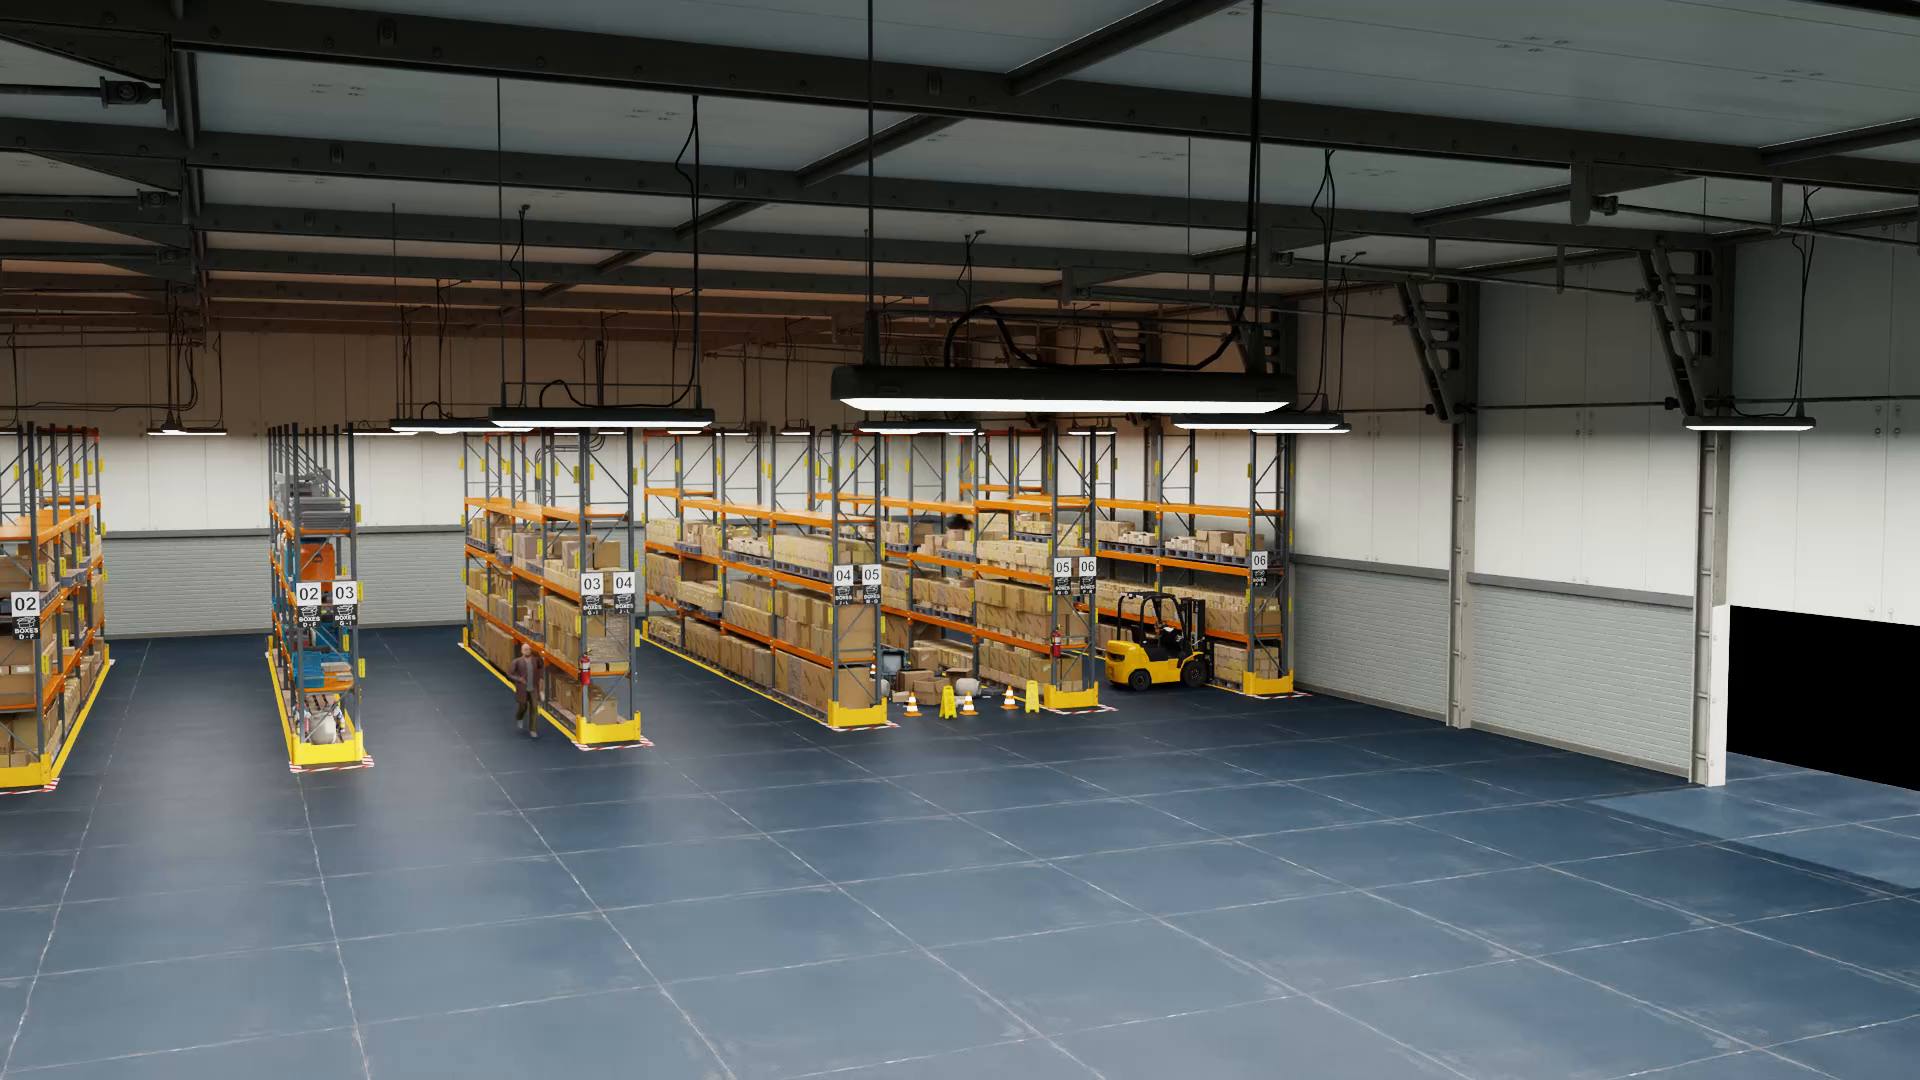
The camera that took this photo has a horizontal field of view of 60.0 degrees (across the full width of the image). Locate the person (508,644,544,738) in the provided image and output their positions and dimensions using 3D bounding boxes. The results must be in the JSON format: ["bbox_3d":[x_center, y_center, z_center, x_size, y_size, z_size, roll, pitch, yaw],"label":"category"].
[{"bbox_3d":[-8.318,2.875,31.974,0.718,1.764,1.024,-2,4,-30],"label":"person"}]

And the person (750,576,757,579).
[{"bbox_3d":[-6.253,1.873,50.484,0.612,1.563,0.570,-1,4,-14],"label":"person"}]

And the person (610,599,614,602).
[{"bbox_3d":[-9.923,1.950,48.040,0.706,1.665,0.567,2,4,32],"label":"person"}]
